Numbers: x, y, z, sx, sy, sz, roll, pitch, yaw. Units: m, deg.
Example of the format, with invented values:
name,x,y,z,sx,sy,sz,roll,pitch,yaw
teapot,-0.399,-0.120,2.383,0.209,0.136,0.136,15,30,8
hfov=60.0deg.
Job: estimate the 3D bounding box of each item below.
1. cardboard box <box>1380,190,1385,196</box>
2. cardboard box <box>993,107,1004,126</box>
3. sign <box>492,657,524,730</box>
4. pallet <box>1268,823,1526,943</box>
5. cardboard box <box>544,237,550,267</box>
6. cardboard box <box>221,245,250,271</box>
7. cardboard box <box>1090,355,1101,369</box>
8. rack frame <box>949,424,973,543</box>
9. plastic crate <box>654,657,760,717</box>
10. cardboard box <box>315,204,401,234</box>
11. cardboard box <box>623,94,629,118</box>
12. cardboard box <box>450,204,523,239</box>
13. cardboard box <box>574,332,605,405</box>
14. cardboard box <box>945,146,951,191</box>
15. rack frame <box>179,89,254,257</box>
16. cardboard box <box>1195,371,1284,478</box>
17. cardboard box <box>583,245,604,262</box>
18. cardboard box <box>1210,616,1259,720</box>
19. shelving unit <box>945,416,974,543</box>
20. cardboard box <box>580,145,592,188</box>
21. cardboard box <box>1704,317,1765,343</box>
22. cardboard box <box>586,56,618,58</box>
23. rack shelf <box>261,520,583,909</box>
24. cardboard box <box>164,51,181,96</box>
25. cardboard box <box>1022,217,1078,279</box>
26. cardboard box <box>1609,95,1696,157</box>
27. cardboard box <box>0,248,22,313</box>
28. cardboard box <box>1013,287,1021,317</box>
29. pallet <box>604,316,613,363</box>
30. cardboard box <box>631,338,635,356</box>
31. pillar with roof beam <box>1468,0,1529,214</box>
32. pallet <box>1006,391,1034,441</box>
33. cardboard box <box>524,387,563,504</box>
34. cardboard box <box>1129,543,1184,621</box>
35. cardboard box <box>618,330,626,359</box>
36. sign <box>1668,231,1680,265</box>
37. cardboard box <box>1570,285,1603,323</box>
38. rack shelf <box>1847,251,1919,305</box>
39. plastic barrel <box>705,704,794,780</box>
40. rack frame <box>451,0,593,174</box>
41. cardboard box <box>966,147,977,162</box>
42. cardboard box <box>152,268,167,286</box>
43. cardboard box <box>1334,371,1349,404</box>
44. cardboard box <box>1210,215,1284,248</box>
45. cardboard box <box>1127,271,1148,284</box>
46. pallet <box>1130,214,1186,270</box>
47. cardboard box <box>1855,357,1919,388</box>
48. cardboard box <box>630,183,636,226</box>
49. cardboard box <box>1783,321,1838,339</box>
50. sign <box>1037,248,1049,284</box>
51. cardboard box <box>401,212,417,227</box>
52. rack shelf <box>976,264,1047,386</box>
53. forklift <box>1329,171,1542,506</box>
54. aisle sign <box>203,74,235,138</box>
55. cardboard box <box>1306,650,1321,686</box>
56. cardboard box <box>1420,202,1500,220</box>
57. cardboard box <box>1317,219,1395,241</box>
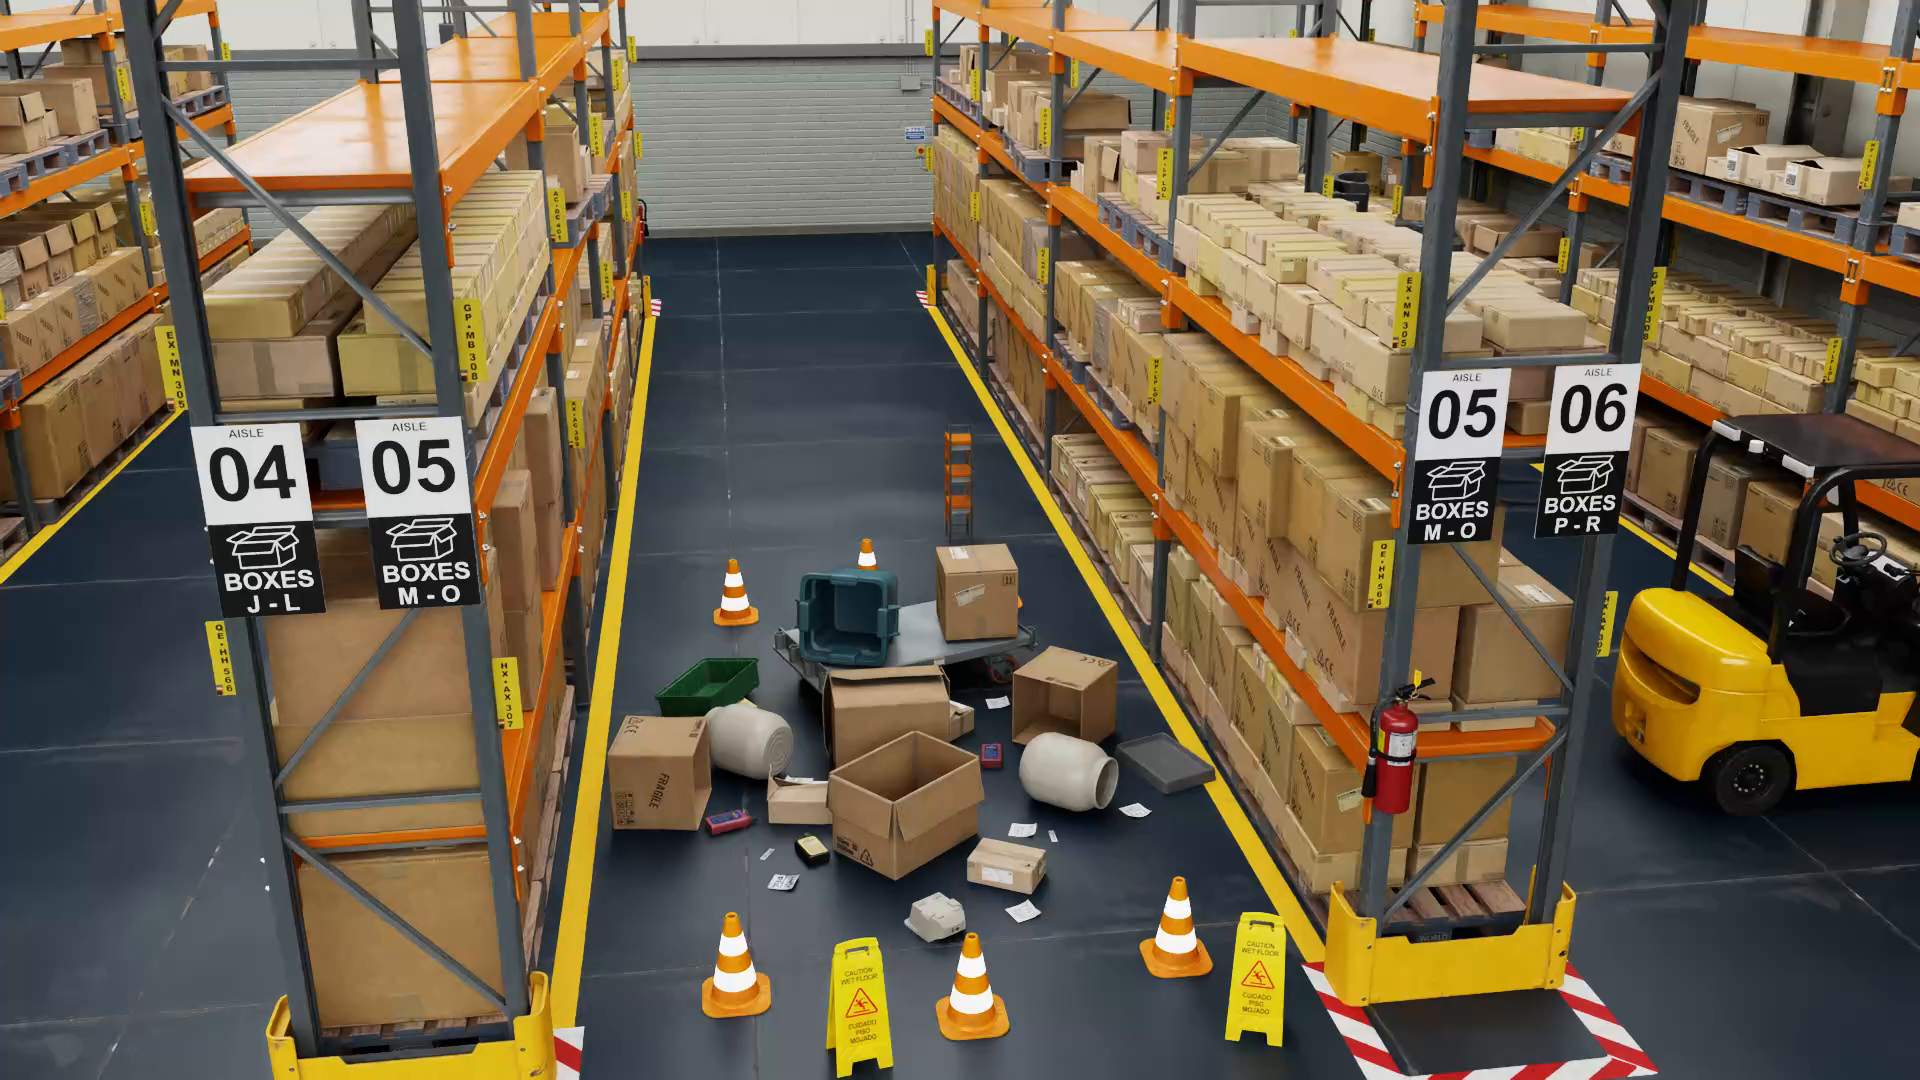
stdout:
name,x,y,z,sx,sy,sz,roll,pitch,yaw
cardboard box,5.596,-4.358,21.462,0.500,0.250,0.500,-3,21,-8
cardboard box,0.554,-4.367,17.141,0.380,0.166,0.250,-4,21,-11
sign,-1.886,0.641,6.937,0.100,0.325,0.005,-3,21,-8
pallet,2.354,1.822,9.111,1.003,0.211,1.213,-3,21,-8
cardboard box,-2.644,-1.696,9.874,0.380,0.149,0.250,-3,21,-8
cardboard box,-9.494,-3.199,21.004,0.875,0.875,0.875,-3,21,-8
cardboard box,1.289,-1.530,13.858,0.380,0.149,0.250,-2,21,-5
rack frame,0.010,-0.468,14.043,0.200,1.050,0.008,-3,21,-8
plastic crate,-1.692,1.009,11.238,0.450,0.188,0.662,-2,18,24
cardboard box,-3.148,-1.684,8.701,0.380,0.149,0.250,-3,21,-7
cardboard box,-4.180,-5.089,19.556,0.500,0.250,0.500,-2,21,-5
cardboard box,-2.464,-1.632,8.563,0.380,0.149,0.250,-3,21,-8
cardboard box,-3.189,-1.392,13.587,0.500,0.500,0.500,-3,21,-8
cardboard box,0.091,-4.693,20.997,0.500,0.500,0.500,-3,21,-8
rack frame,-9.666,-4.215,21.289,1.000,3.000,0.127,-3,21,-8
cardboard box,1.817,-0.698,9.875,0.700,0.500,0.500,-3,21,-9
cardboard box,-3.728,-2.823,16.469,0.380,0.149,0.250,-4,21,-10
cardboard box,1.850,0.762,10.220,0.500,0.500,0.500,-2,21,-5
shelving unit,-0.008,-0.510,14.156,0.215,1.050,0.252,-3,21,-8
cardboard box,-3.142,-2.921,12.920,0.500,0.311,0.500,-3,21,-8
cardboard box,6.300,-1.710,13.513,0.380,0.149,0.250,-3,21,-7
cardboard box,-4.306,-5.730,19.987,0.380,0.149,0.250,-3,21,-9
rack shelf,-2.725,0.754,9.012,1.077,0.370,4.000,-3,21,-8
cardboard box,-9.453,-5.356,19.170,0.700,0.500,0.500,-4,21,-11
cardboard box,0.879,-2.803,15.937,0.500,0.500,0.500,-3,21,-7
cardboard box,6.069,-3.629,14.547,0.500,0.500,0.500,-3,21,-7
cardboard box,-8.602,-2.216,14.359,0.797,0.503,0.637,-2,21,-6
cardboard box,0.818,-2.388,16.611,0.500,0.250,0.500,-3,21,-8
pallet,-3.798,-1.812,15.128,1.213,0.211,1.003,-3,21,-8
cardboard box,-3.902,-2.187,18.909,0.380,0.149,0.250,-2,21,-5
pillar with roof beam,2.160,-6.461,18.729,9.100,9.000,0.400,-3,21,-8
pallet,1.082,-1.337,17.568,1.003,0.211,1.213,-3,21,-8
cardboard box,-2.800,-0.537,9.685,0.875,0.550,0.550,-3,21,-8
cardboard box,1.793,0.293,12.375,0.950,0.372,0.625,-3,21,-7
cardboard box,-3.748,-1.999,17.255,0.500,0.250,0.500,-2,21,-5
sign,6.754,-2.768,15.760,0.100,0.325,0.005,-3,21,-8
cardboard box,6.003,-2.193,15.376,0.500,0.250,0.500,-3,21,-8
rack shelf,7.070,-1.187,9.923,1.077,0.370,4.000,-3,21,-8
plastic barrel,-1.332,1.247,10.347,0.512,0.421,0.421,12,24,30
rack frame,-3.590,-4.471,13.399,1.000,3.000,0.127,-3,21,-8
cardboard box,0.275,-4.595,19.806,0.380,0.149,0.250,-3,21,-8
cardboard box,-8.803,-2.832,17.944,0.380,0.149,0.250,-3,21,-8
cardboard box,2.046,-0.750,8.084,0.380,0.149,0.250,-2,21,-6
cardboard box,1.700,-1.823,9.816,0.380,0.149,0.250,-3,21,-8
cardboard box,1.720,-2.006,14.206,0.500,0.500,0.500,-3,21,-9
pallet,1.887,-2.096,11.597,1.213,0.211,1.003,-3,21,-8
cardboard box,6.534,-1.176,11.658,0.380,0.149,0.250,-2,21,-7
cardboard box,-4.272,-4.120,20.466,0.500,0.500,0.500,-3,21,-8
cardboard box,6.854,-1.652,13.356,0.380,0.149,0.250,-3,21,-8
sign,0.745,-2.458,14.930,0.100,0.325,0.005,-3,21,-8
cardboard box,-3.145,-1.635,9.140,0.500,0.250,0.500,-3,21,-8
rack shelf,1.006,-2.300,17.191,1.077,0.370,4.000,-3,21,-8
forklift,3.810,-1.697,14.645,3.031,2.935,1.130,4,21,11
aisle sign,-9.379,-5.473,20.941,0.394,0.787,0.004,-3,21,-8
cardboard box,2.020,0.652,8.617,0.380,0.149,0.250,-3,21,-9
cardboard box,5.552,-3.467,18.543,0.700,0.500,0.500,-3,21,-7
cardboard box,2.298,-1.762,9.654,0.380,0.149,0.250,-3,21,-9
